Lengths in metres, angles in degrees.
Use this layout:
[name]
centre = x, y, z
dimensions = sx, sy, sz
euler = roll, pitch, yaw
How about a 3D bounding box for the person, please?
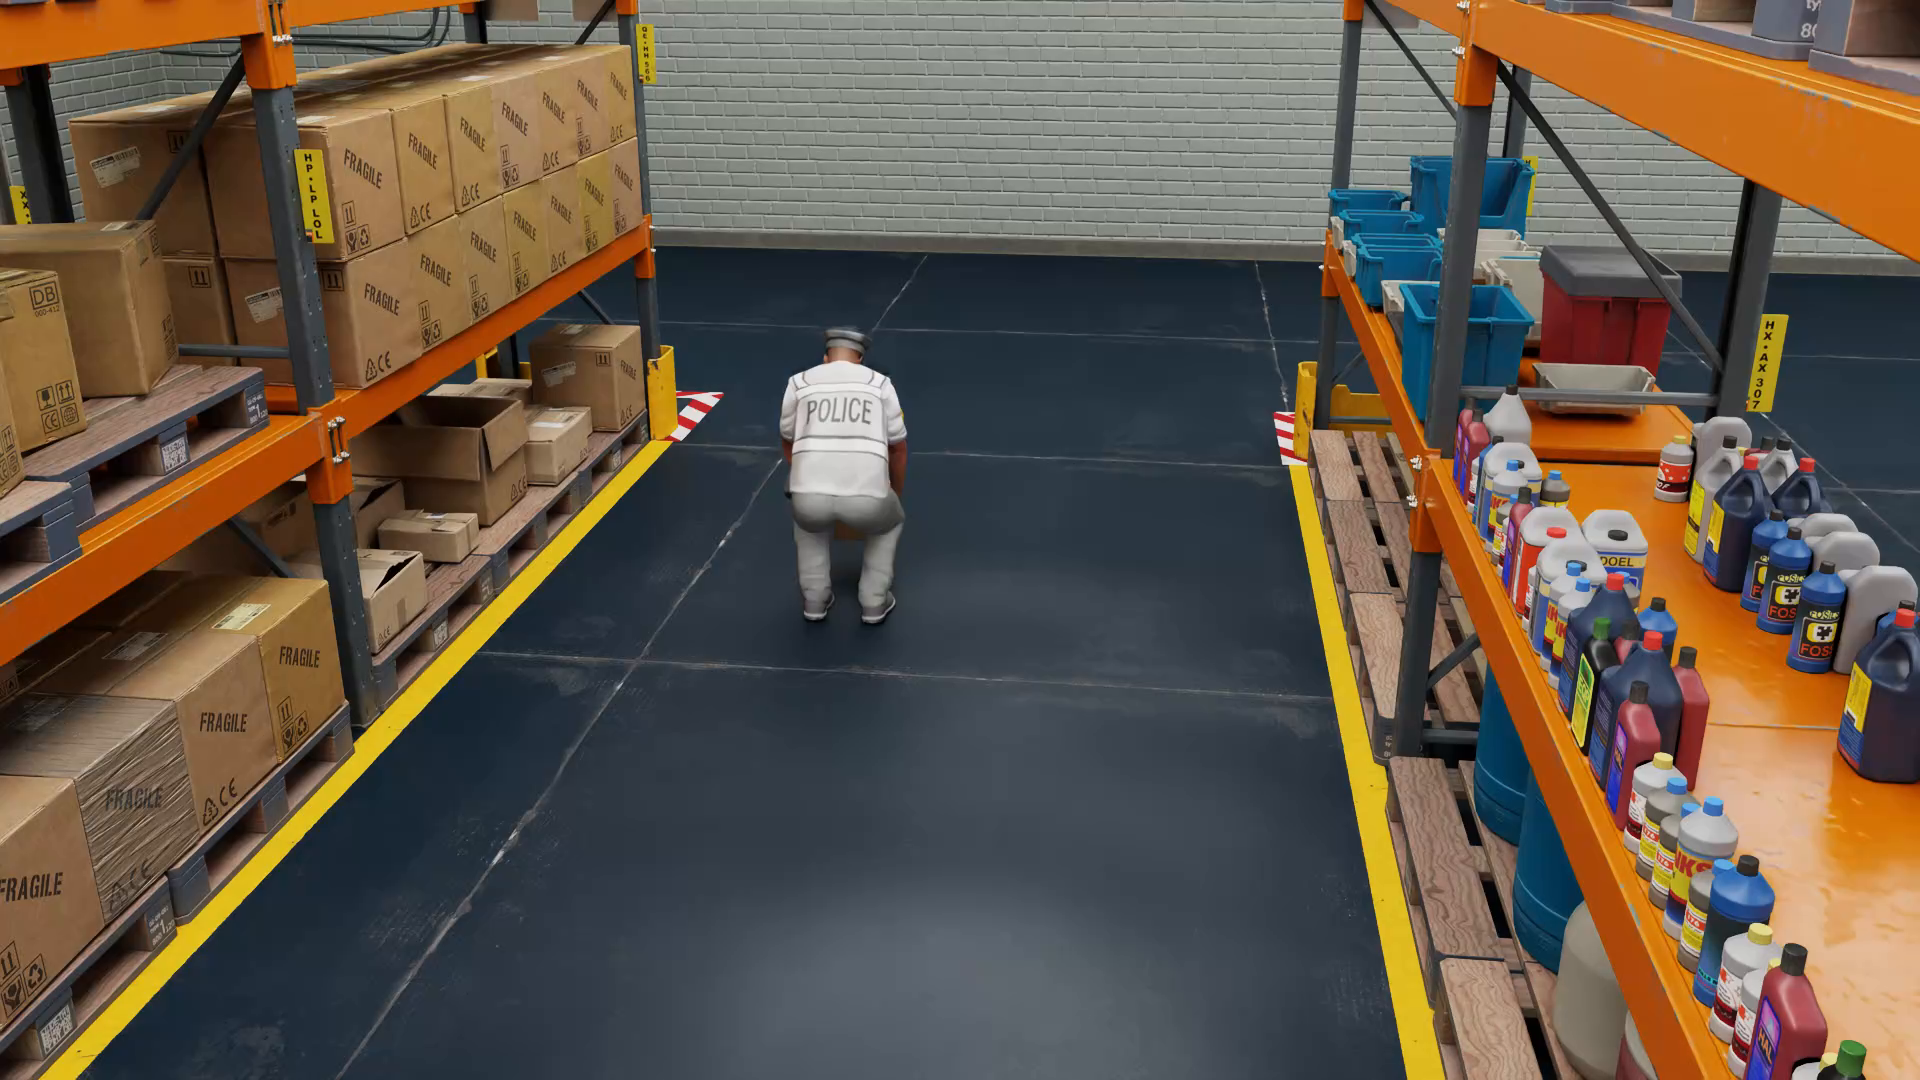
[person]
centre = -0.547, -0.286, 7.535
dimensions = 0.581, 1.242, 0.882
euler = 2, 21, 6
